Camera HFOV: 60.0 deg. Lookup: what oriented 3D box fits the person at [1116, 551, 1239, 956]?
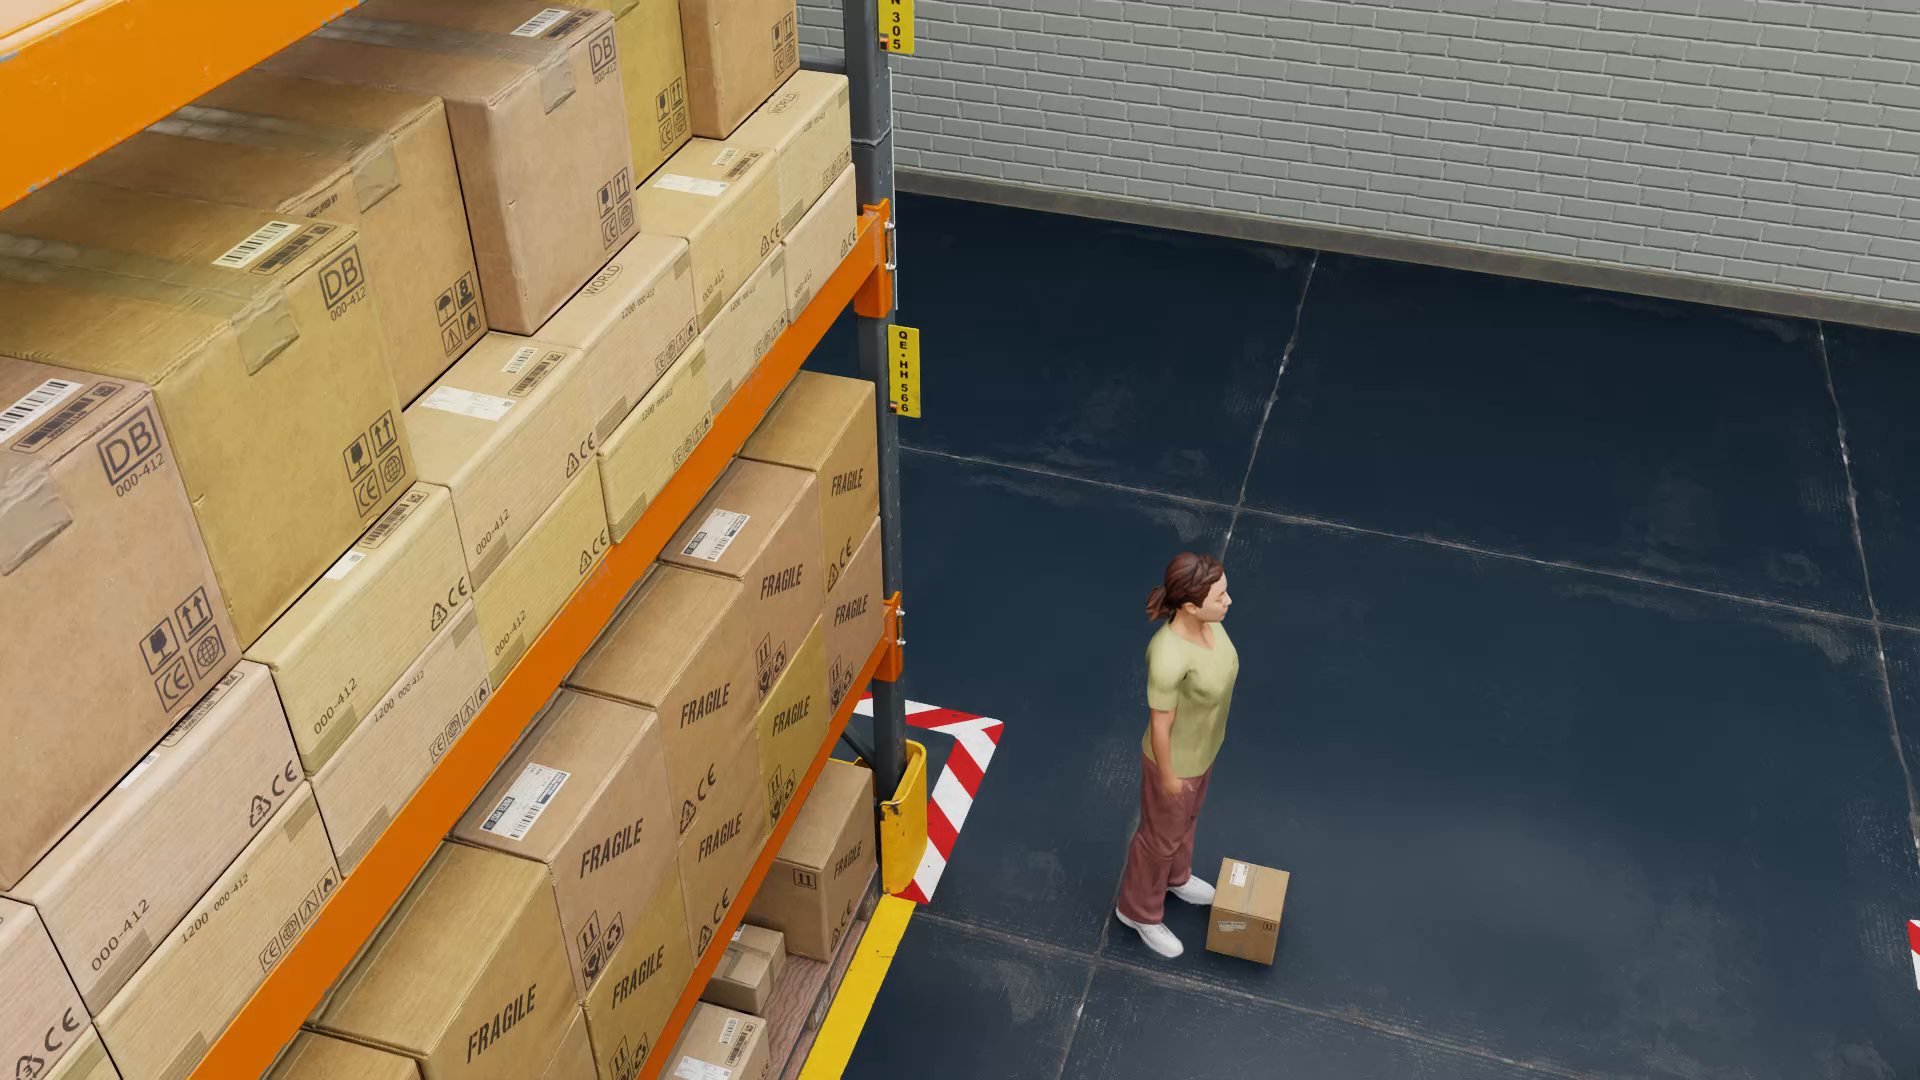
[{"bbox_3d":[0.786,0.745,5.922,0.364,1.691,0.457,17,40,21],"label":"person"}]
